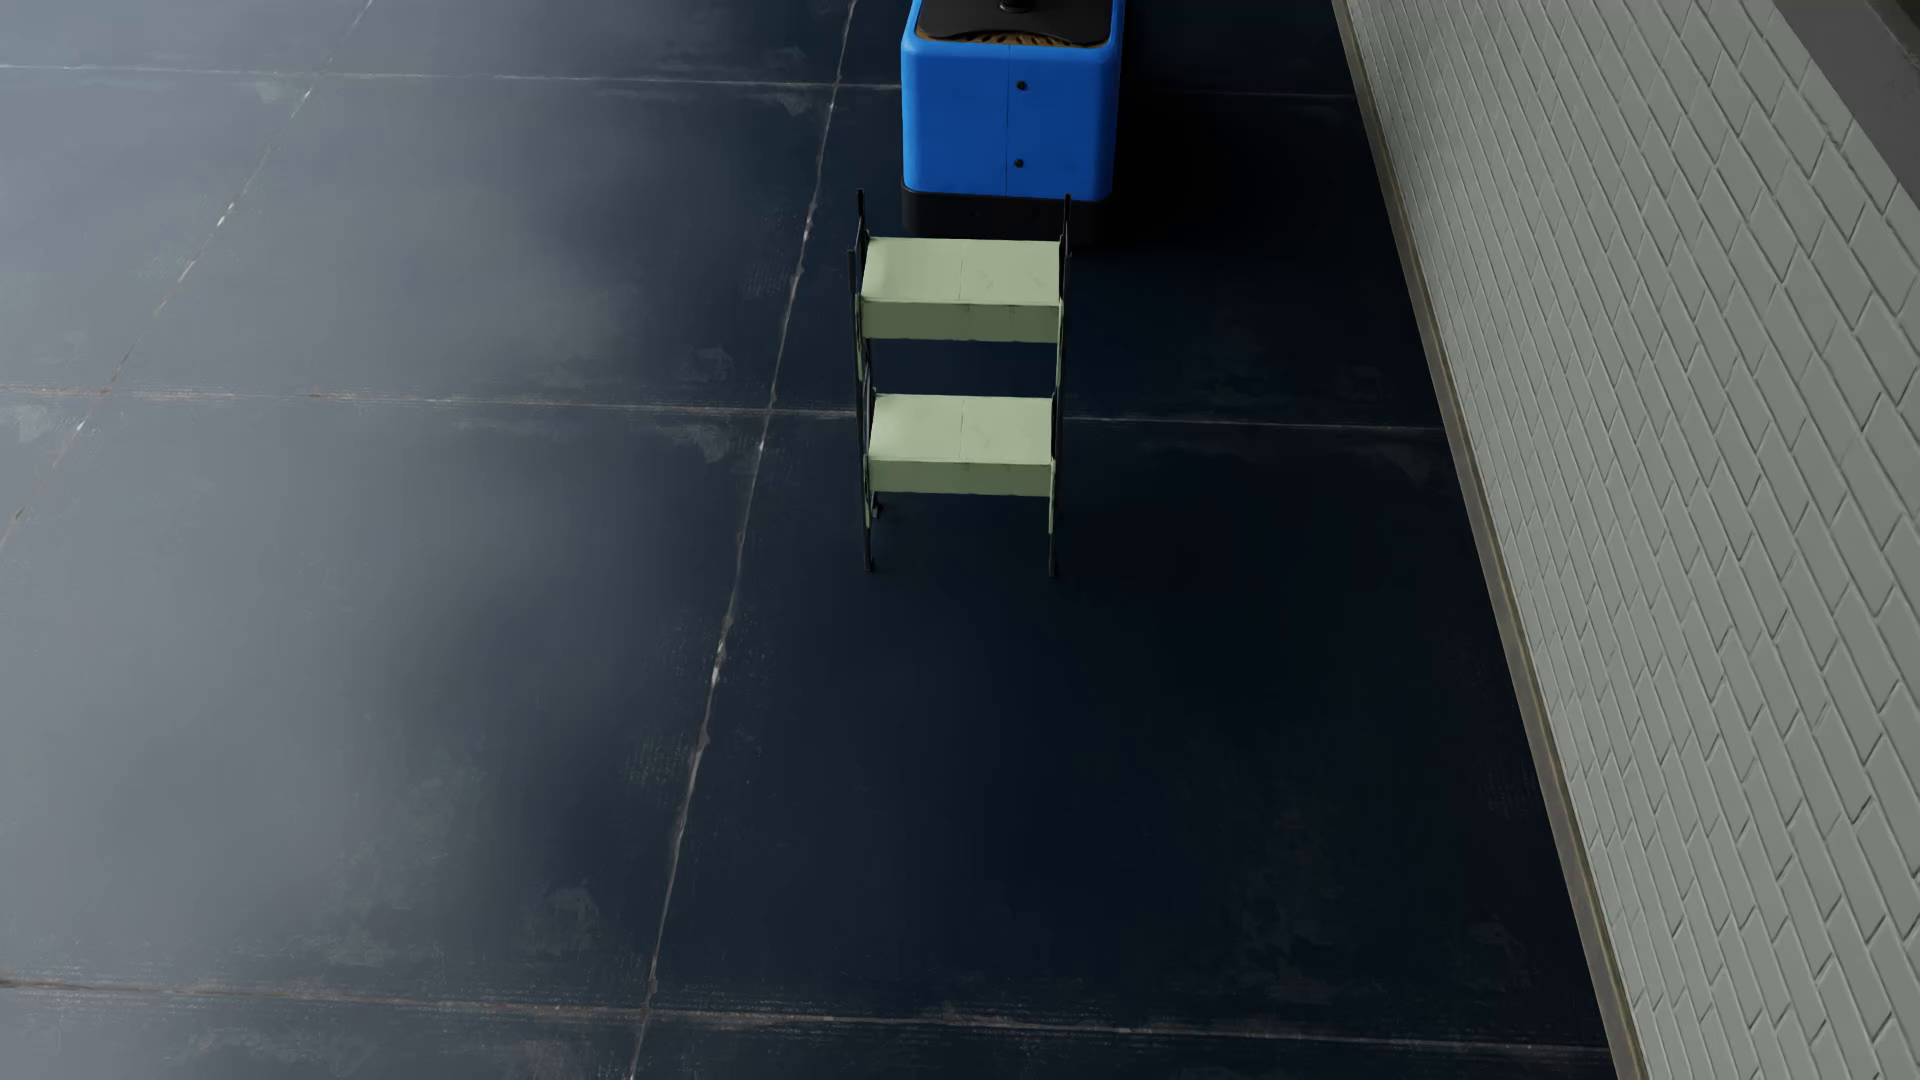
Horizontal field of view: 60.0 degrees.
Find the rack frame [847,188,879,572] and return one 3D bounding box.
[{"bbox_3d":[-0.359,-0.560,6.251,0.023,1.500,0.400,2,43,2],"label":"rack frame"}]

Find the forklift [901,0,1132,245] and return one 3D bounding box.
[{"bbox_3d":[0.381,-3.533,8.393,1.130,2.935,3.031,4,43,4],"label":"forklift"}]

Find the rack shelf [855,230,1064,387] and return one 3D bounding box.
[{"bbox_3d":[0.007,-0.834,5.973,0.720,0.370,0.431,2,43,2],"label":"rack shelf"}]

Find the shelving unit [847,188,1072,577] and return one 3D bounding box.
[{"bbox_3d":[0.007,-0.549,6.239,0.755,1.500,0.431,2,43,2],"label":"shelving unit"}]

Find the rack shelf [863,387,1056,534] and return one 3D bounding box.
[{"bbox_3d":[0.007,-0.310,6.461,0.720,0.370,0.431,2,43,2],"label":"rack shelf"}]

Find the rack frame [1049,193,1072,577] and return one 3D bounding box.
[{"bbox_3d":[0.372,-0.537,6.227,0.023,1.500,0.400,2,43,2],"label":"rack frame"}]
